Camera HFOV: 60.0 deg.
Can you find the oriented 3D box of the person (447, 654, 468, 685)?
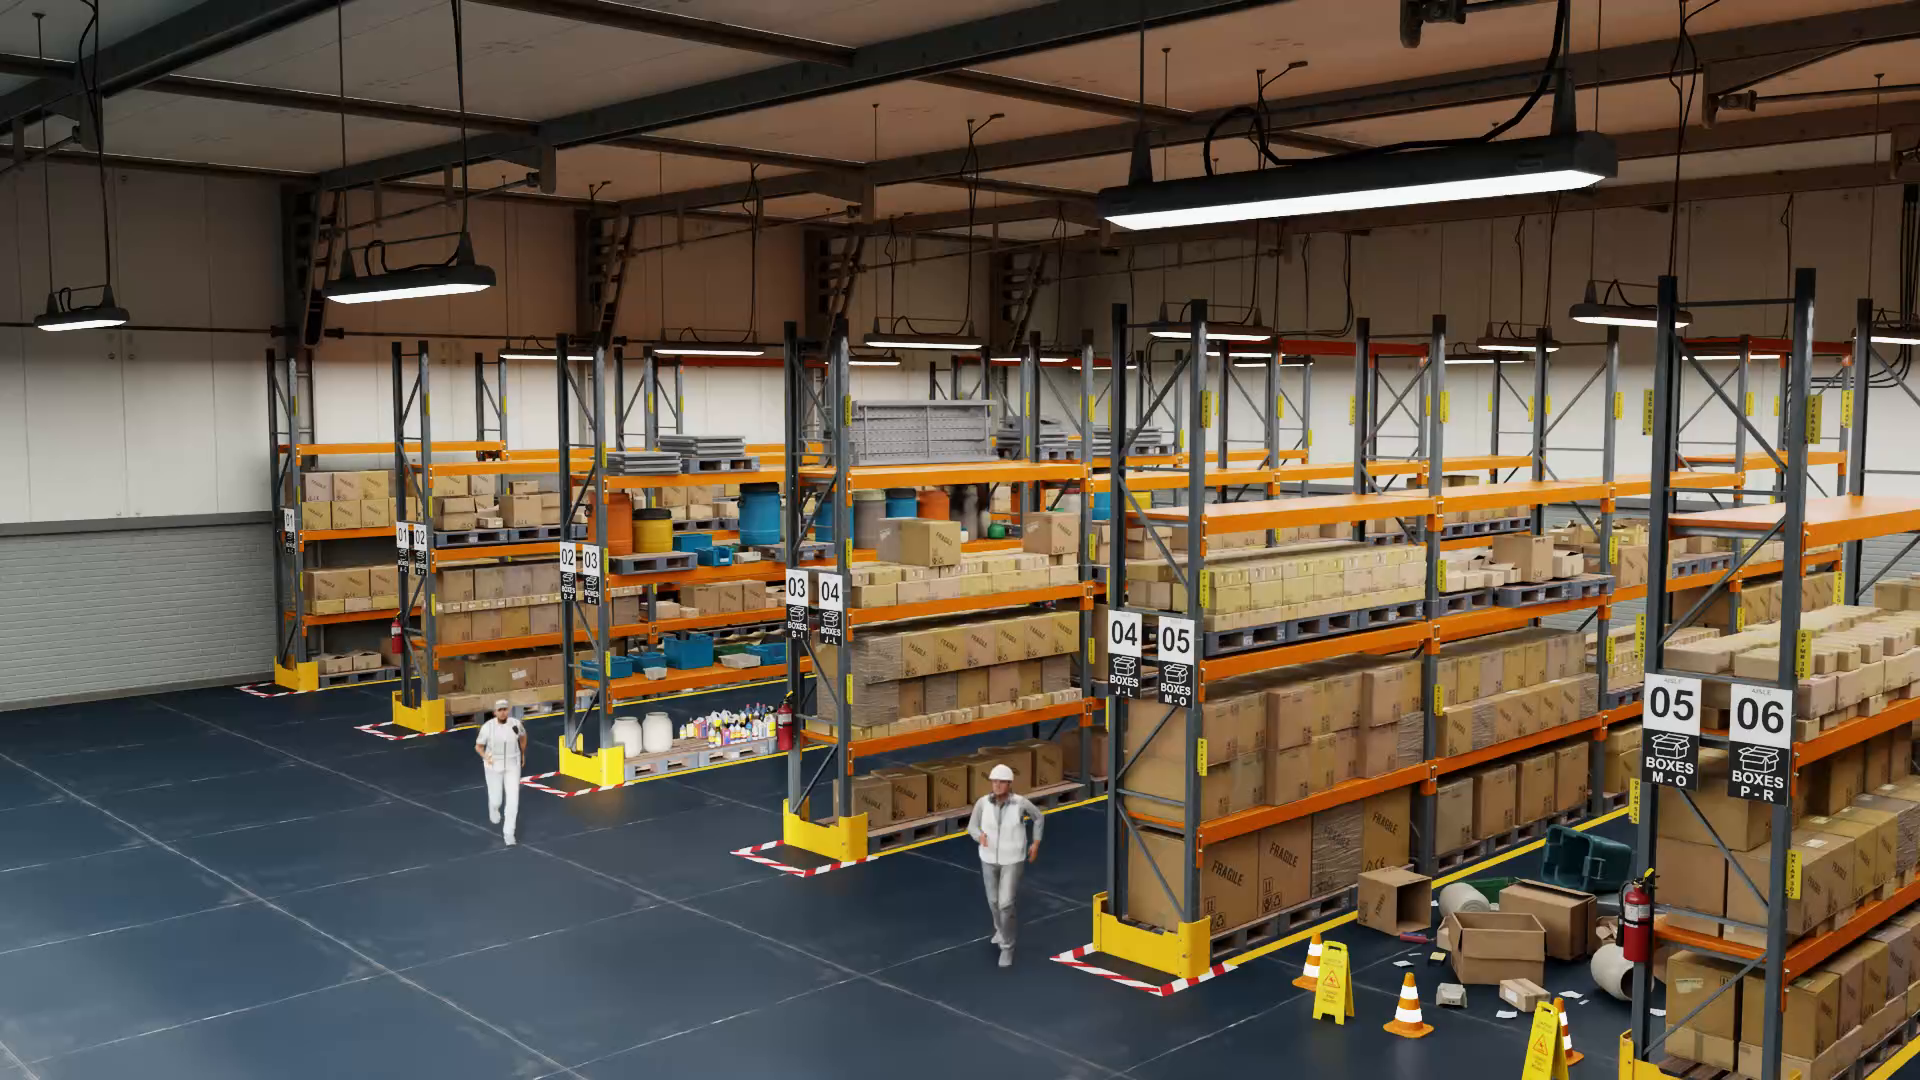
[{"bbox_3d":[-8.614,1.832,28.453,0.699,1.741,0.640,3,6,34],"label":"person"}]

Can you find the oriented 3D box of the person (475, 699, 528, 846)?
[{"bbox_3d":[-5.347,2.673,19.443,0.605,1.660,0.850,-2,5,-22],"label":"person"}]

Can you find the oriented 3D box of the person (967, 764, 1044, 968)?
[{"bbox_3d":[0.400,2.975,15.300,0.671,1.854,0.758,2,5,18],"label":"person"}]
